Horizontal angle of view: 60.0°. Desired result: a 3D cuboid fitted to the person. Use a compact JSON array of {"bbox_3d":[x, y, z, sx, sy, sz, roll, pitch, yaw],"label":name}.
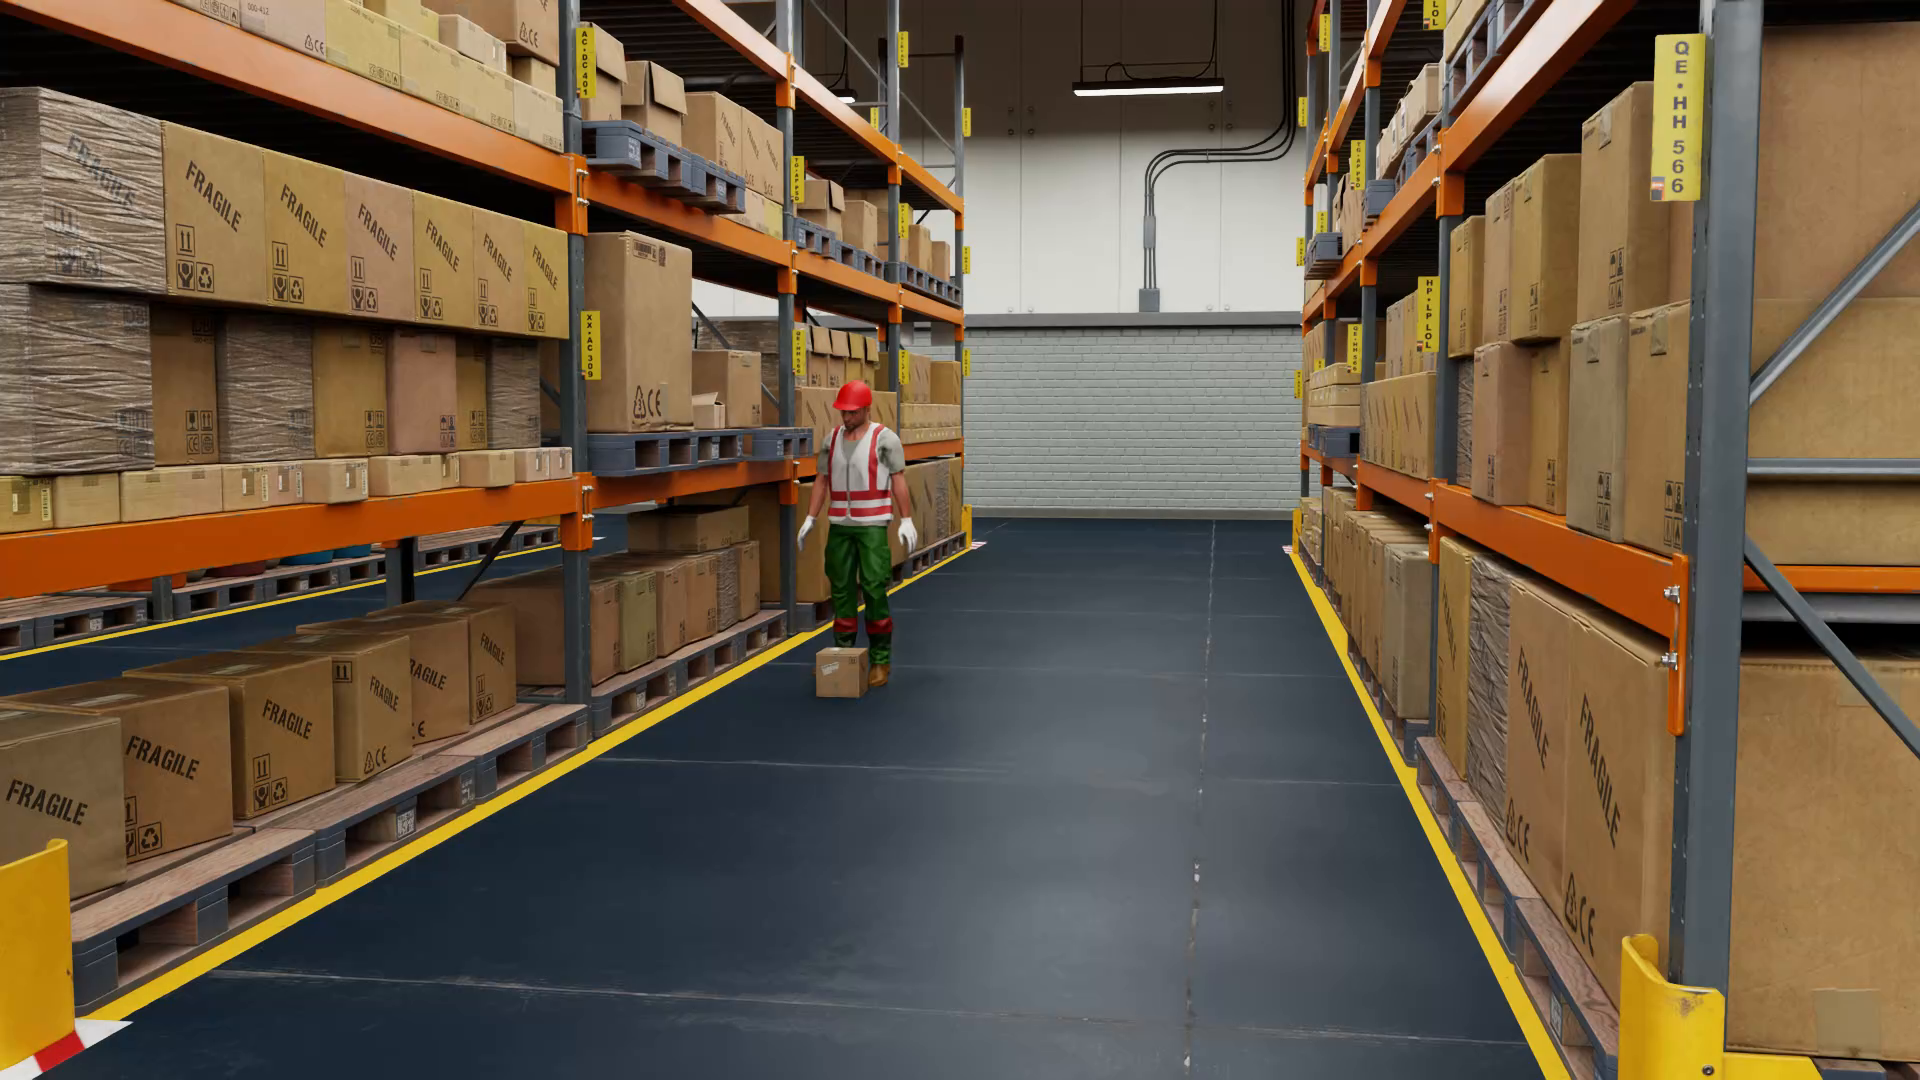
[{"bbox_3d":[-0.637,-0.046,9.966,0.695,1.820,0.389,2,5,25],"label":"person"}]
